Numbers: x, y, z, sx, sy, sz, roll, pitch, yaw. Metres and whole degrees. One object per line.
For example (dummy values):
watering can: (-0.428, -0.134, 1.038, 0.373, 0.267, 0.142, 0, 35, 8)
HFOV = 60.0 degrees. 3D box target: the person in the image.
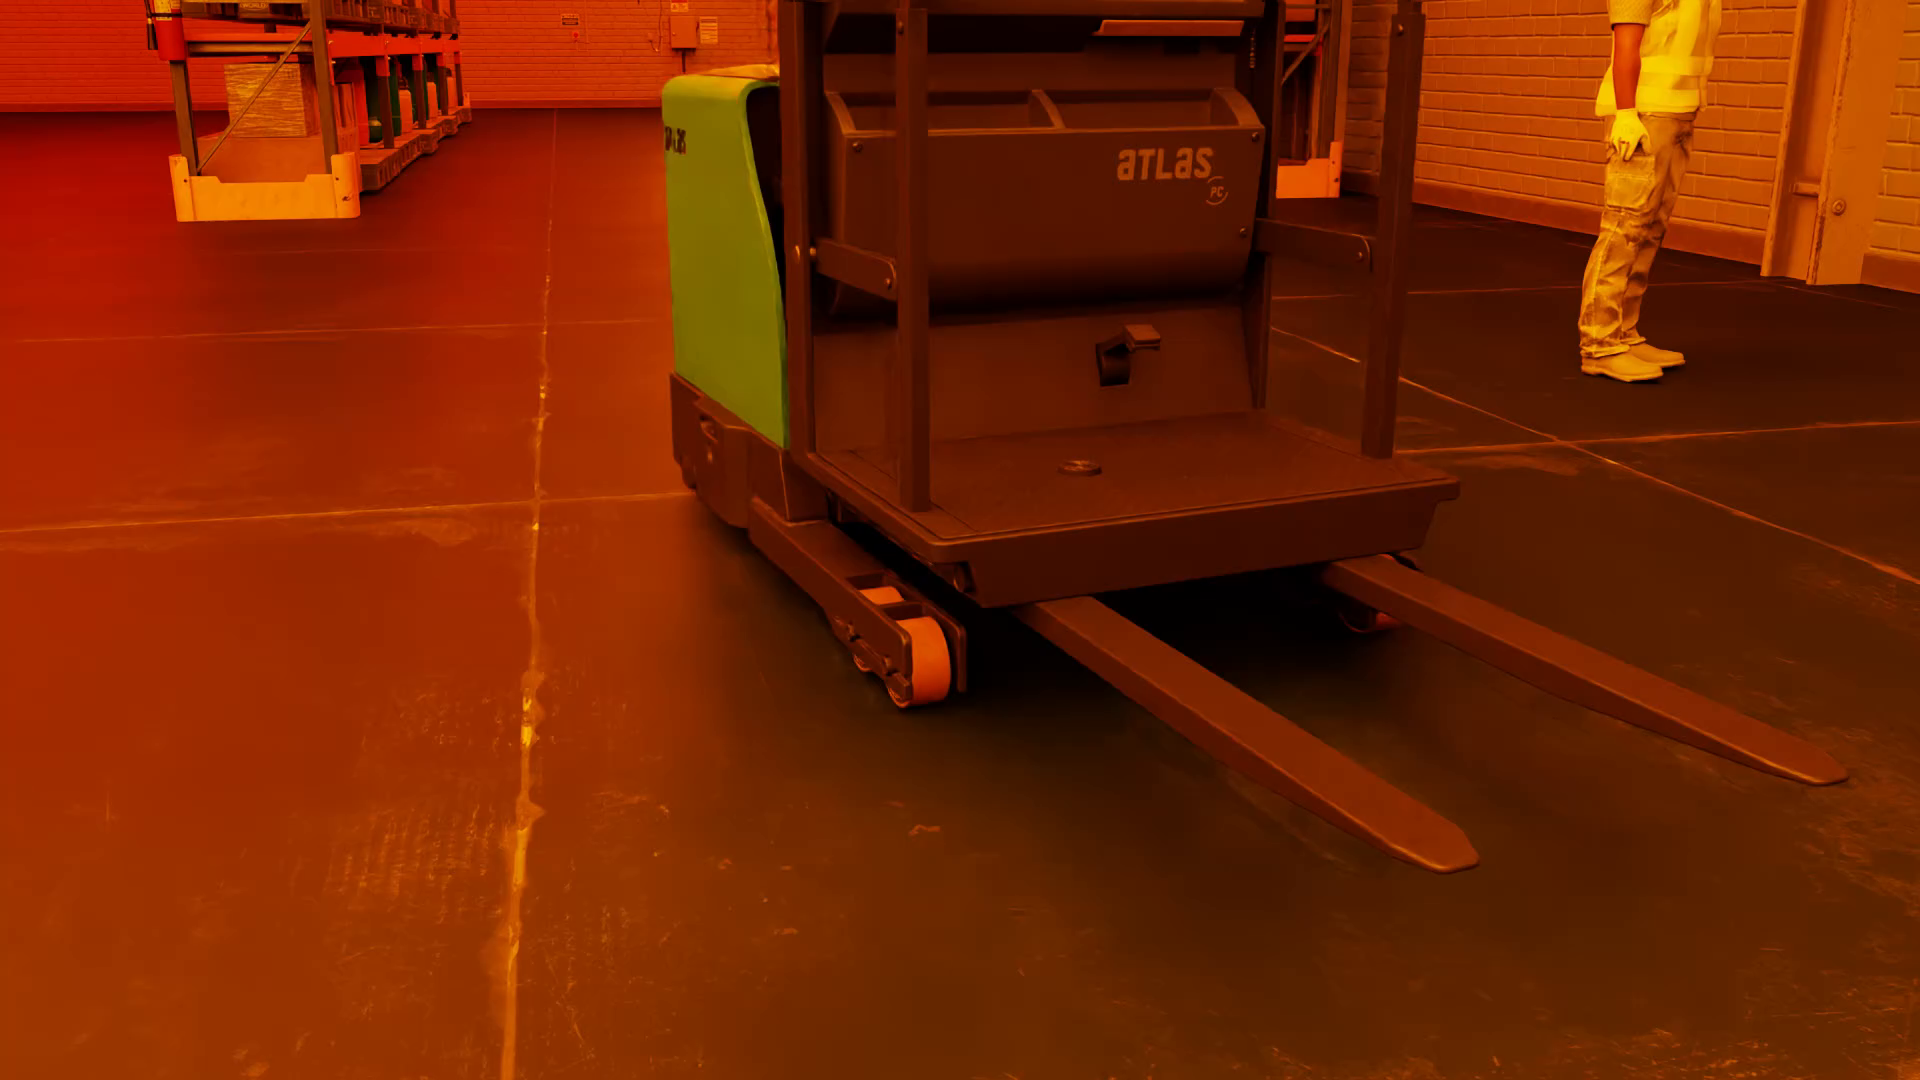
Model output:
person: (2.452, -1.482, 5.870, 0.369, 1.790, 0.547, 13, 21, 36)

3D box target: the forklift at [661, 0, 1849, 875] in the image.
forklift: (0.269, -1.239, 3.040, 1.130, 2.935, 3.031, -7, 18, -22)
